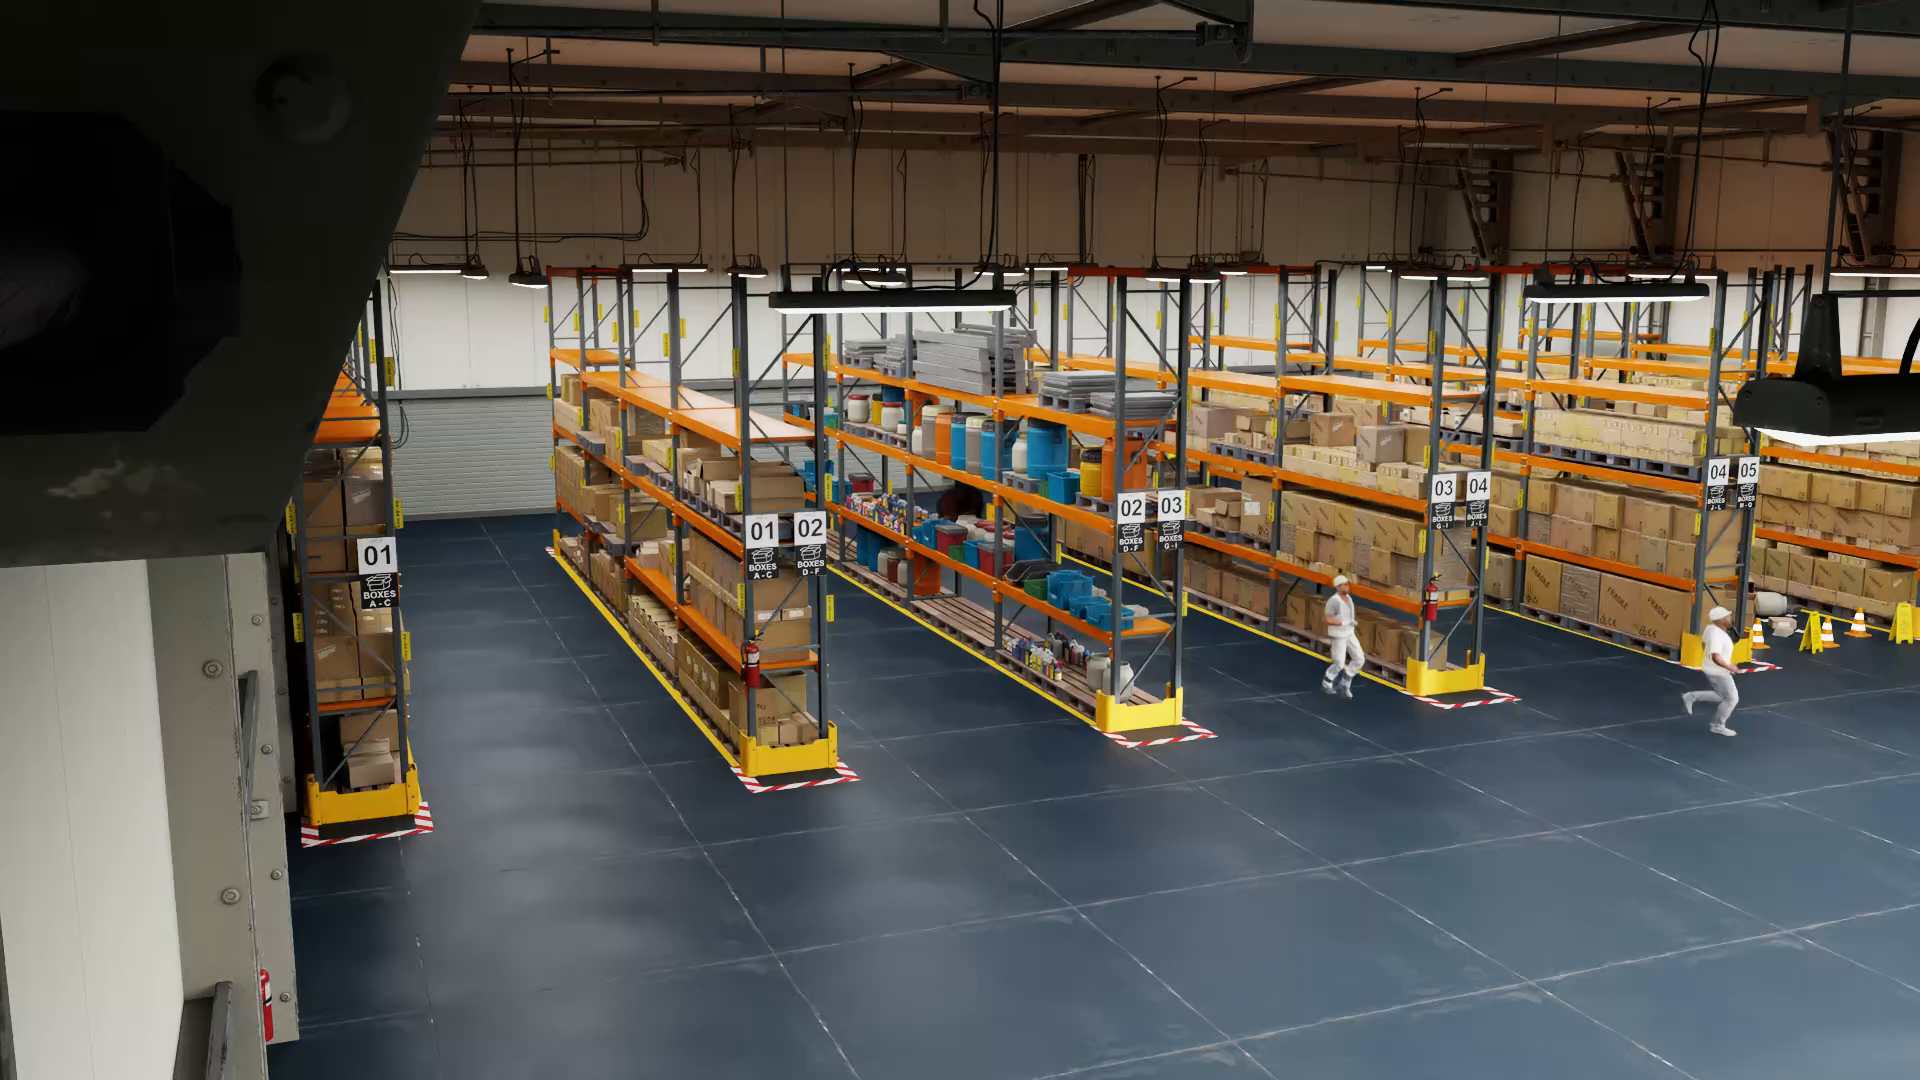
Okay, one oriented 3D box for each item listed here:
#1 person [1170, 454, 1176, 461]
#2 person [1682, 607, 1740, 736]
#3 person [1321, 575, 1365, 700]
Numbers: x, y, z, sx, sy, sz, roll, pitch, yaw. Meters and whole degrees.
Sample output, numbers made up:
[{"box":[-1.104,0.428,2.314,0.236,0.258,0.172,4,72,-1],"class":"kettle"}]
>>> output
[{"box":[4.871,-1.096,37.867,0.702,1.811,0.711,-2,10,-11],"class":"person"},{"box":[9.935,1.715,21.945,0.661,1.707,0.720,2,10,11],"class":"person"},{"box":[5.411,1.390,23.591,0.722,1.803,0.630,-9,13,-42],"class":"person"}]
